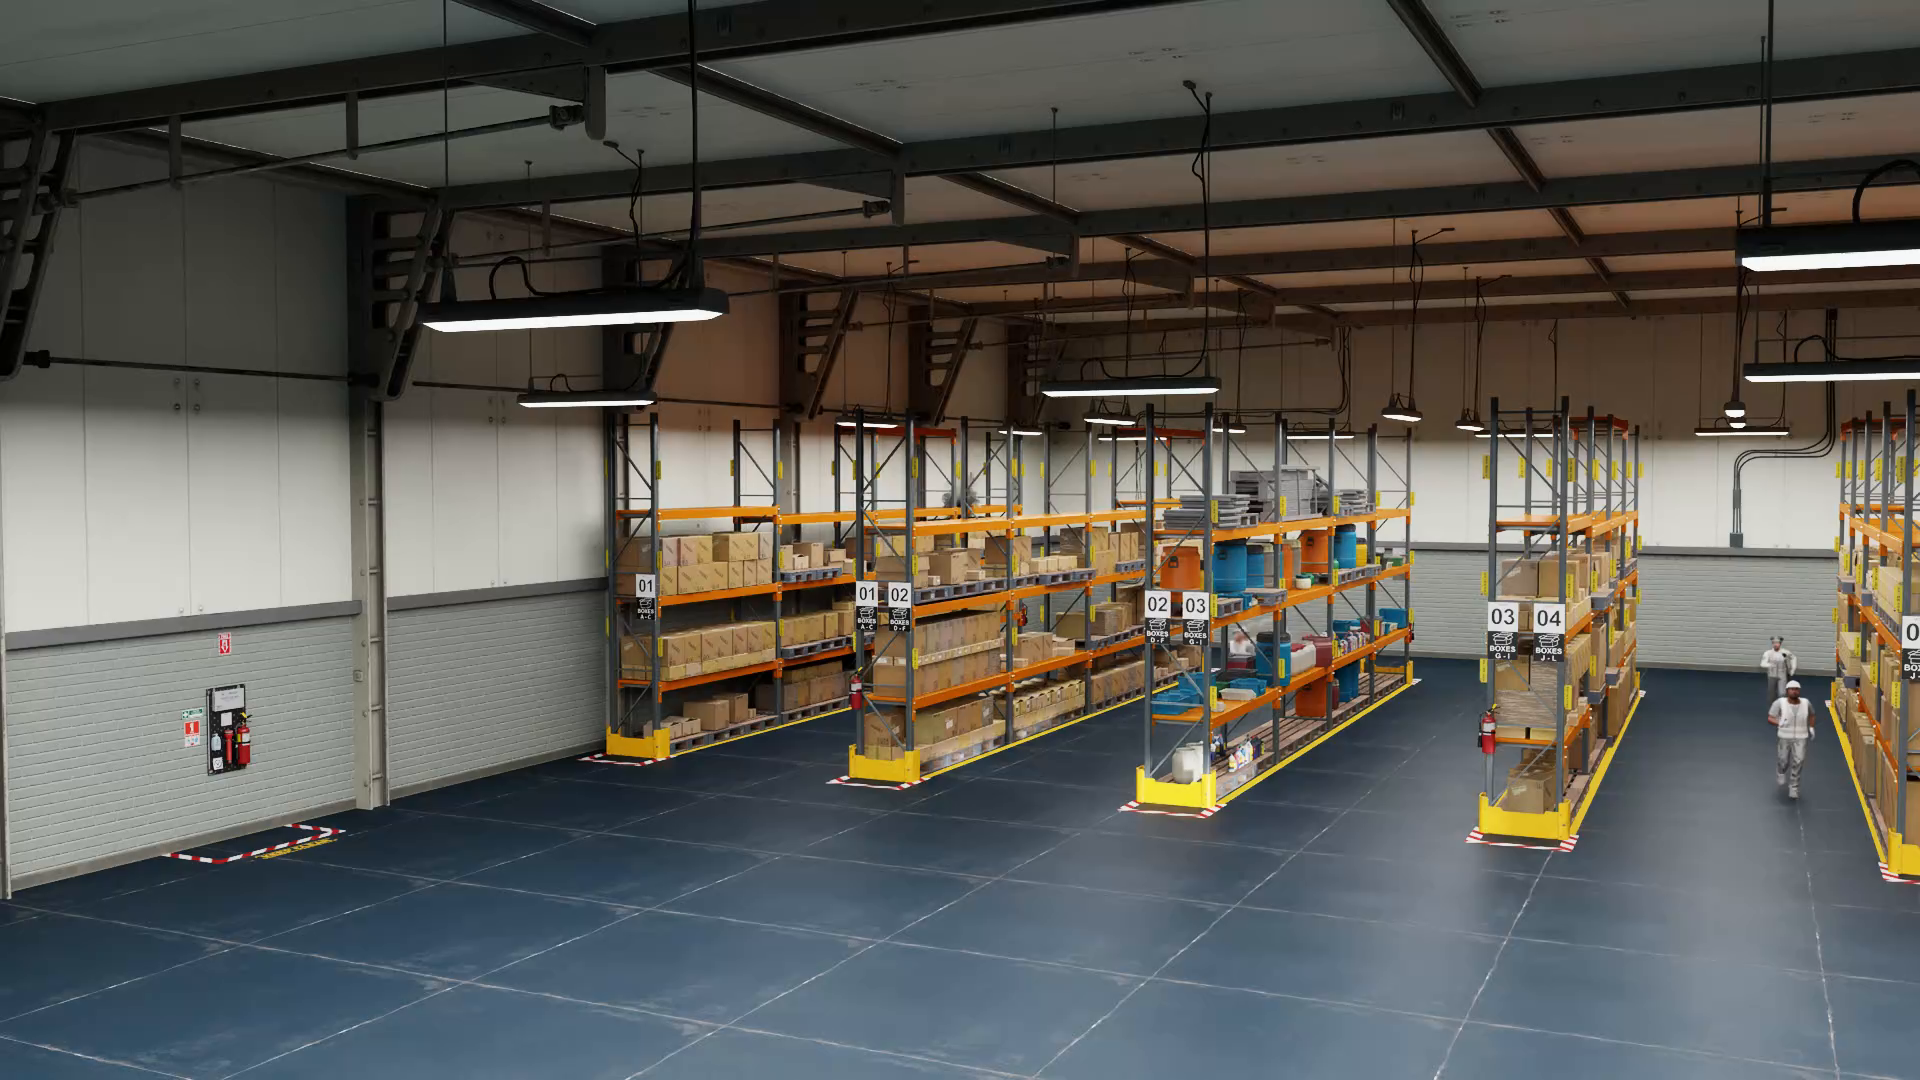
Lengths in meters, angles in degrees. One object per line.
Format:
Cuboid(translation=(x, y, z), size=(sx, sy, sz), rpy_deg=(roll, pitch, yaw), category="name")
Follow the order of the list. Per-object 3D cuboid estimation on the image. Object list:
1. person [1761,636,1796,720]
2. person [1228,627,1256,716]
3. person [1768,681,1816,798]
Cuboid(translation=(16.333, 2.766, 33.194), size=(0.622, 1.728, 0.868), rpy_deg=(1, 3, 29), category="person")
Cuboid(translation=(5.664, 2.693, 34.013), size=(0.647, 1.807, 0.708), rpy_deg=(1, 3, 28), category="person")
Cuboid(translation=(12.789, 3.037, 25.571), size=(0.692, 1.758, 0.832), rpy_deg=(1, 3, 18), category="person")
